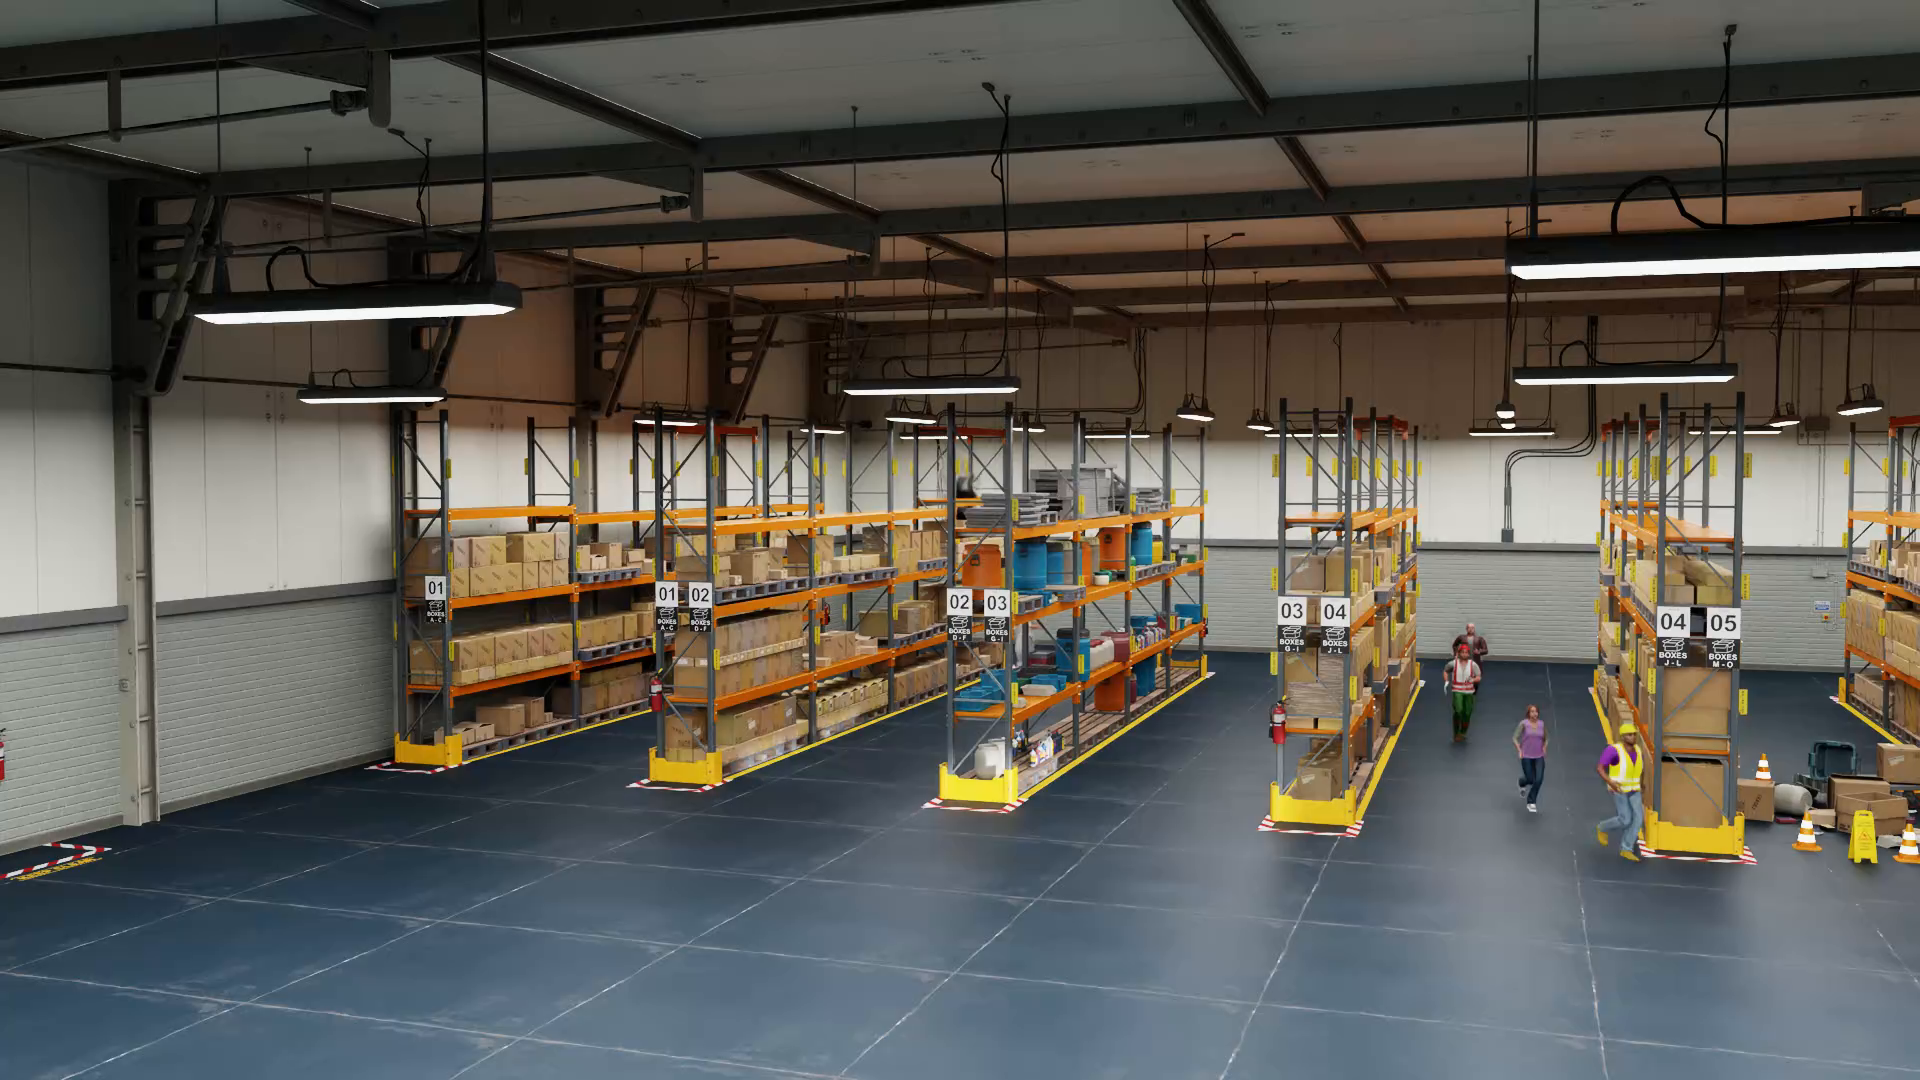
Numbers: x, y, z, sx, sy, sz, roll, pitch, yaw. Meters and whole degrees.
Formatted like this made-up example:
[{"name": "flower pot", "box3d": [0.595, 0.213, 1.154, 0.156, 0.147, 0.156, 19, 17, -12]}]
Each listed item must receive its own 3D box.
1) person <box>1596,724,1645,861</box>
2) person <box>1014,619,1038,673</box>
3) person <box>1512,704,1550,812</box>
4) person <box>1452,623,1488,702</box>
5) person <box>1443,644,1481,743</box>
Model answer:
[{"name": "person", "box3d": [8.534, 3.226, 21.460, 0.716, 1.753, 0.650, -1, 3, -24]}, {"name": "person", "box3d": [1.456, 2.228, 37.331, 0.656, 1.815, 0.937, 1, 3, 13]}, {"name": "person", "box3d": [8.393, 3.184, 24.416, 0.538, 1.557, 0.549, 0, 2, 2]}, {"name": "person", "box3d": [10.682, 2.613, 34.826, 0.714, 1.754, 1.028, 1, 3, 14]}, {"name": "person", "box3d": [9.175, 2.806, 30.343, 0.641, 1.792, 0.709, 0, 2, 8]}]
